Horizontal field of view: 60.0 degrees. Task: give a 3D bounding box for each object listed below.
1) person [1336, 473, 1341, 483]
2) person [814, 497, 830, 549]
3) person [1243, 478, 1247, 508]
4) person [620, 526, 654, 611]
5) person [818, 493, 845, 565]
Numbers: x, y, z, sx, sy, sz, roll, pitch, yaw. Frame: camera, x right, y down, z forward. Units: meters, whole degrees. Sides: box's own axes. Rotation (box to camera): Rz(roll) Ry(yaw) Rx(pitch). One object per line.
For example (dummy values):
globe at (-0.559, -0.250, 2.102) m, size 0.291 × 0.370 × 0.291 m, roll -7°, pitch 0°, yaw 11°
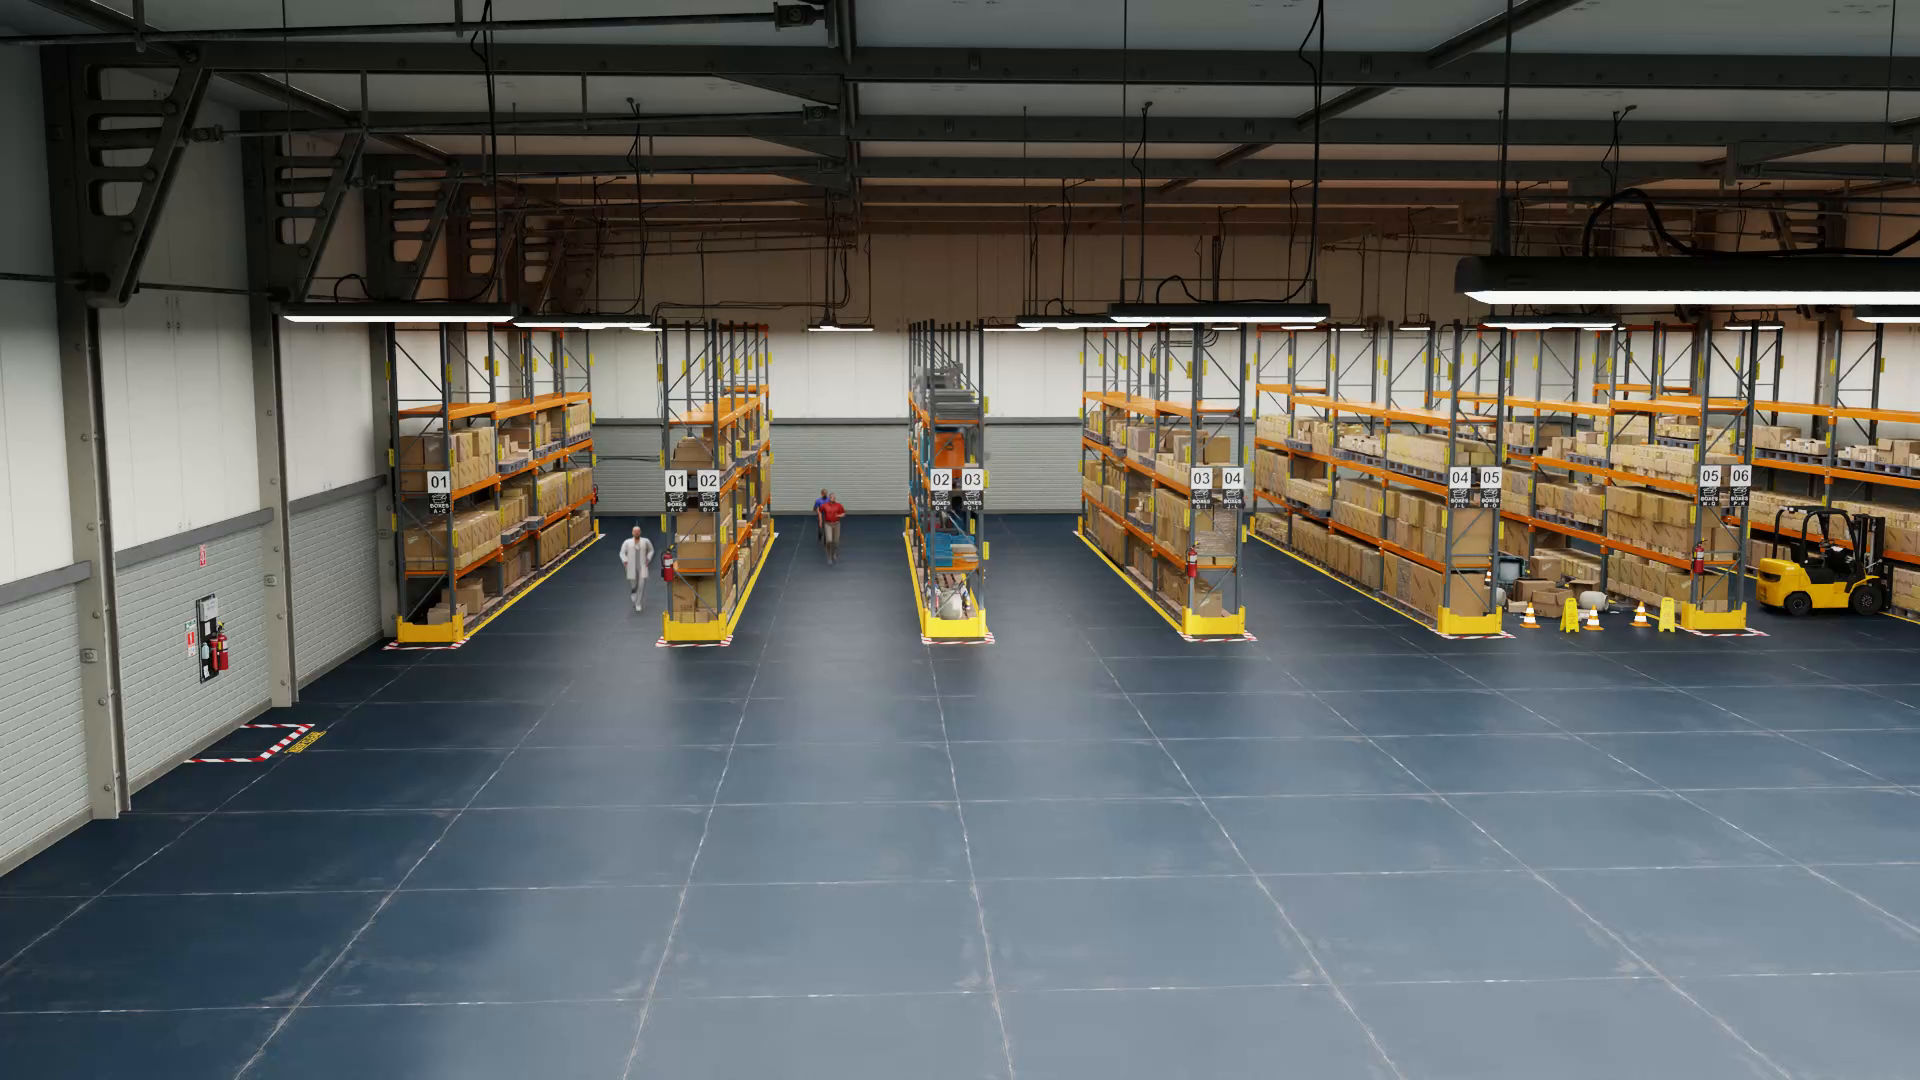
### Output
person at (11.050, -1.194, 49.341) m, size 0.558 × 1.658 × 0.564 m, roll -1°, pitch 7°, yaw -9°
person at (-3.626, -0.460, 44.432) m, size 0.527 × 1.408 × 0.516 m, roll -2°, pitch 7°, yaw -16°
person at (8.090, -1.054, 48.633) m, size 0.509 × 1.564 × 0.643 m, roll -5°, pitch 9°, yaw -37°
person at (-6.734, 0.582, 34.736) m, size 0.711 × 1.743 × 0.756 m, roll -2°, pitch 7°, yaw -14°
person at (-3.209, -0.280, 41.805) m, size 0.638 × 1.801 × 0.794 m, roll -2°, pitch 7°, yaw -16°
